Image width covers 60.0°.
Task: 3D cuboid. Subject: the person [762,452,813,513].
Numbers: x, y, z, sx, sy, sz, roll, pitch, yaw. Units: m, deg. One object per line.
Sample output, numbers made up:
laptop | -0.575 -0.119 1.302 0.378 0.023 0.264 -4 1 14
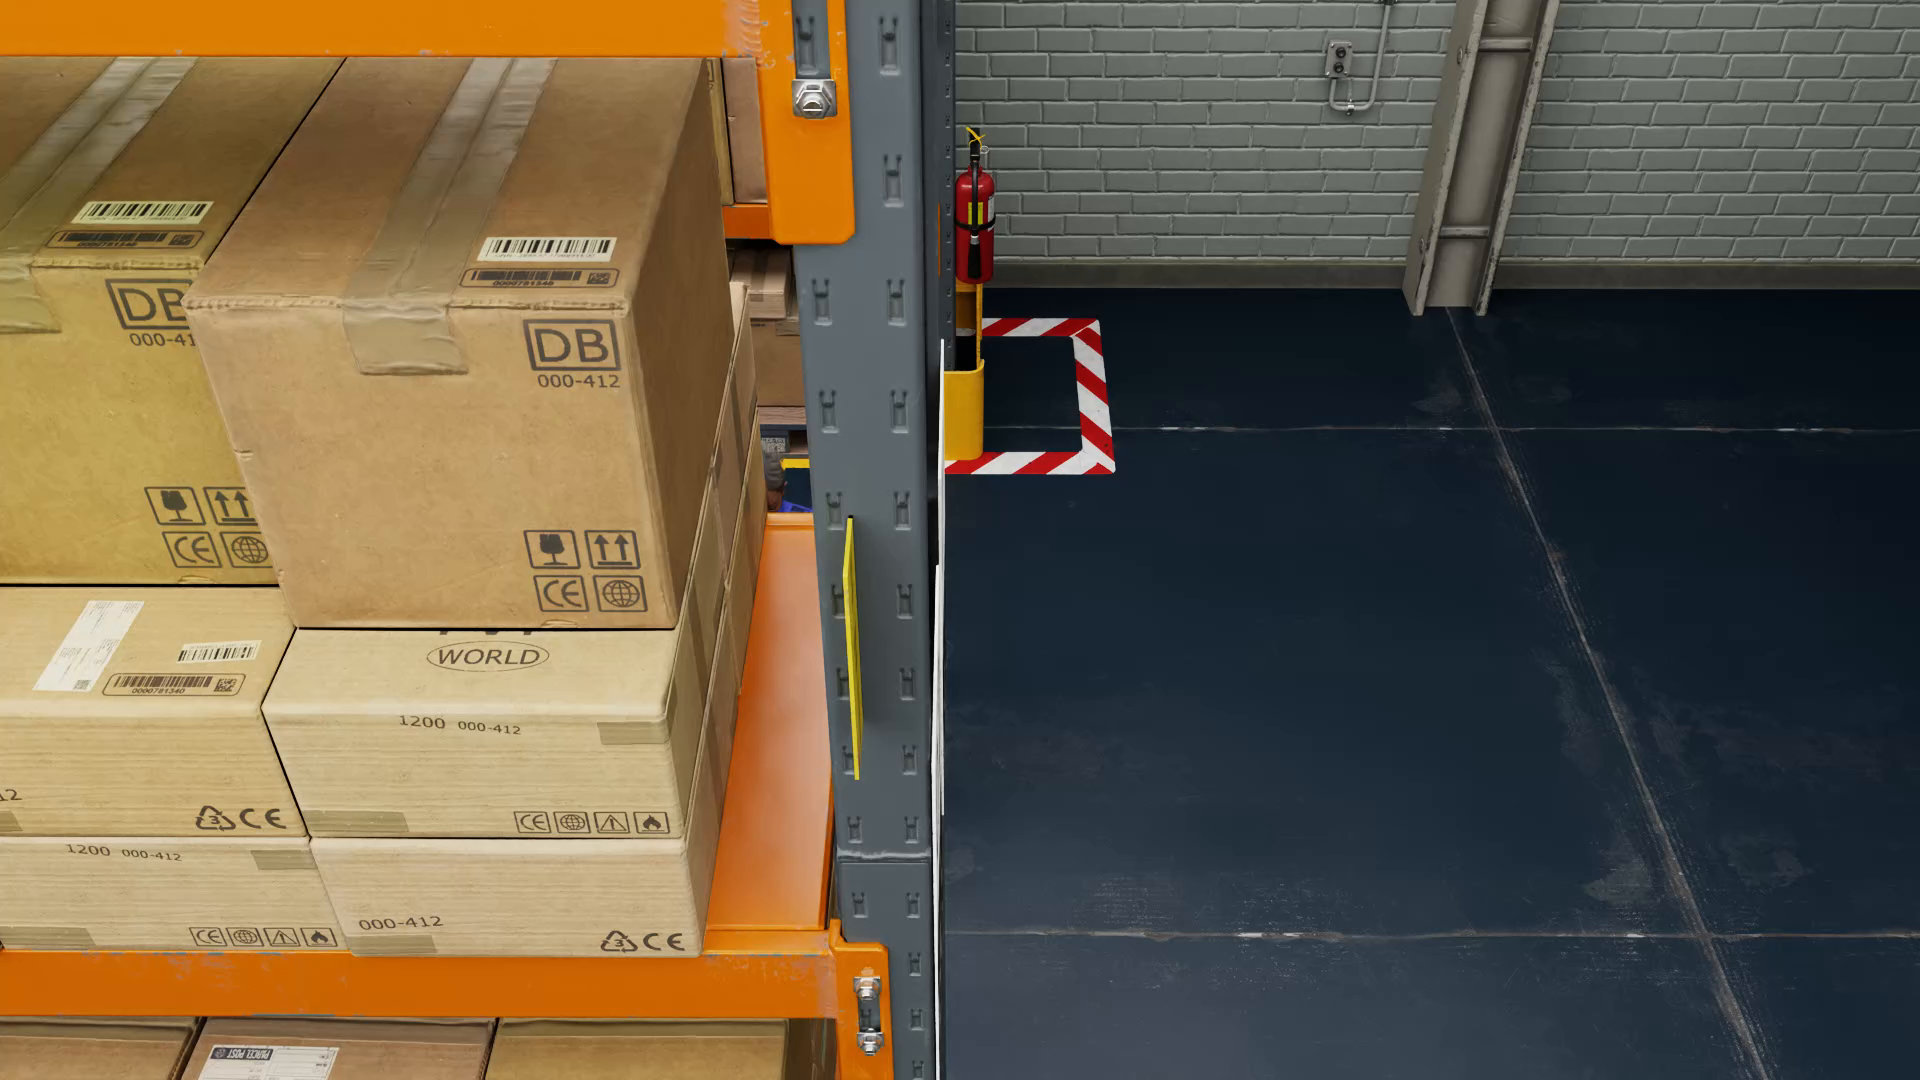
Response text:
person | -0.639 0.375 5.725 0.438 1.664 0.301 1 40 1
